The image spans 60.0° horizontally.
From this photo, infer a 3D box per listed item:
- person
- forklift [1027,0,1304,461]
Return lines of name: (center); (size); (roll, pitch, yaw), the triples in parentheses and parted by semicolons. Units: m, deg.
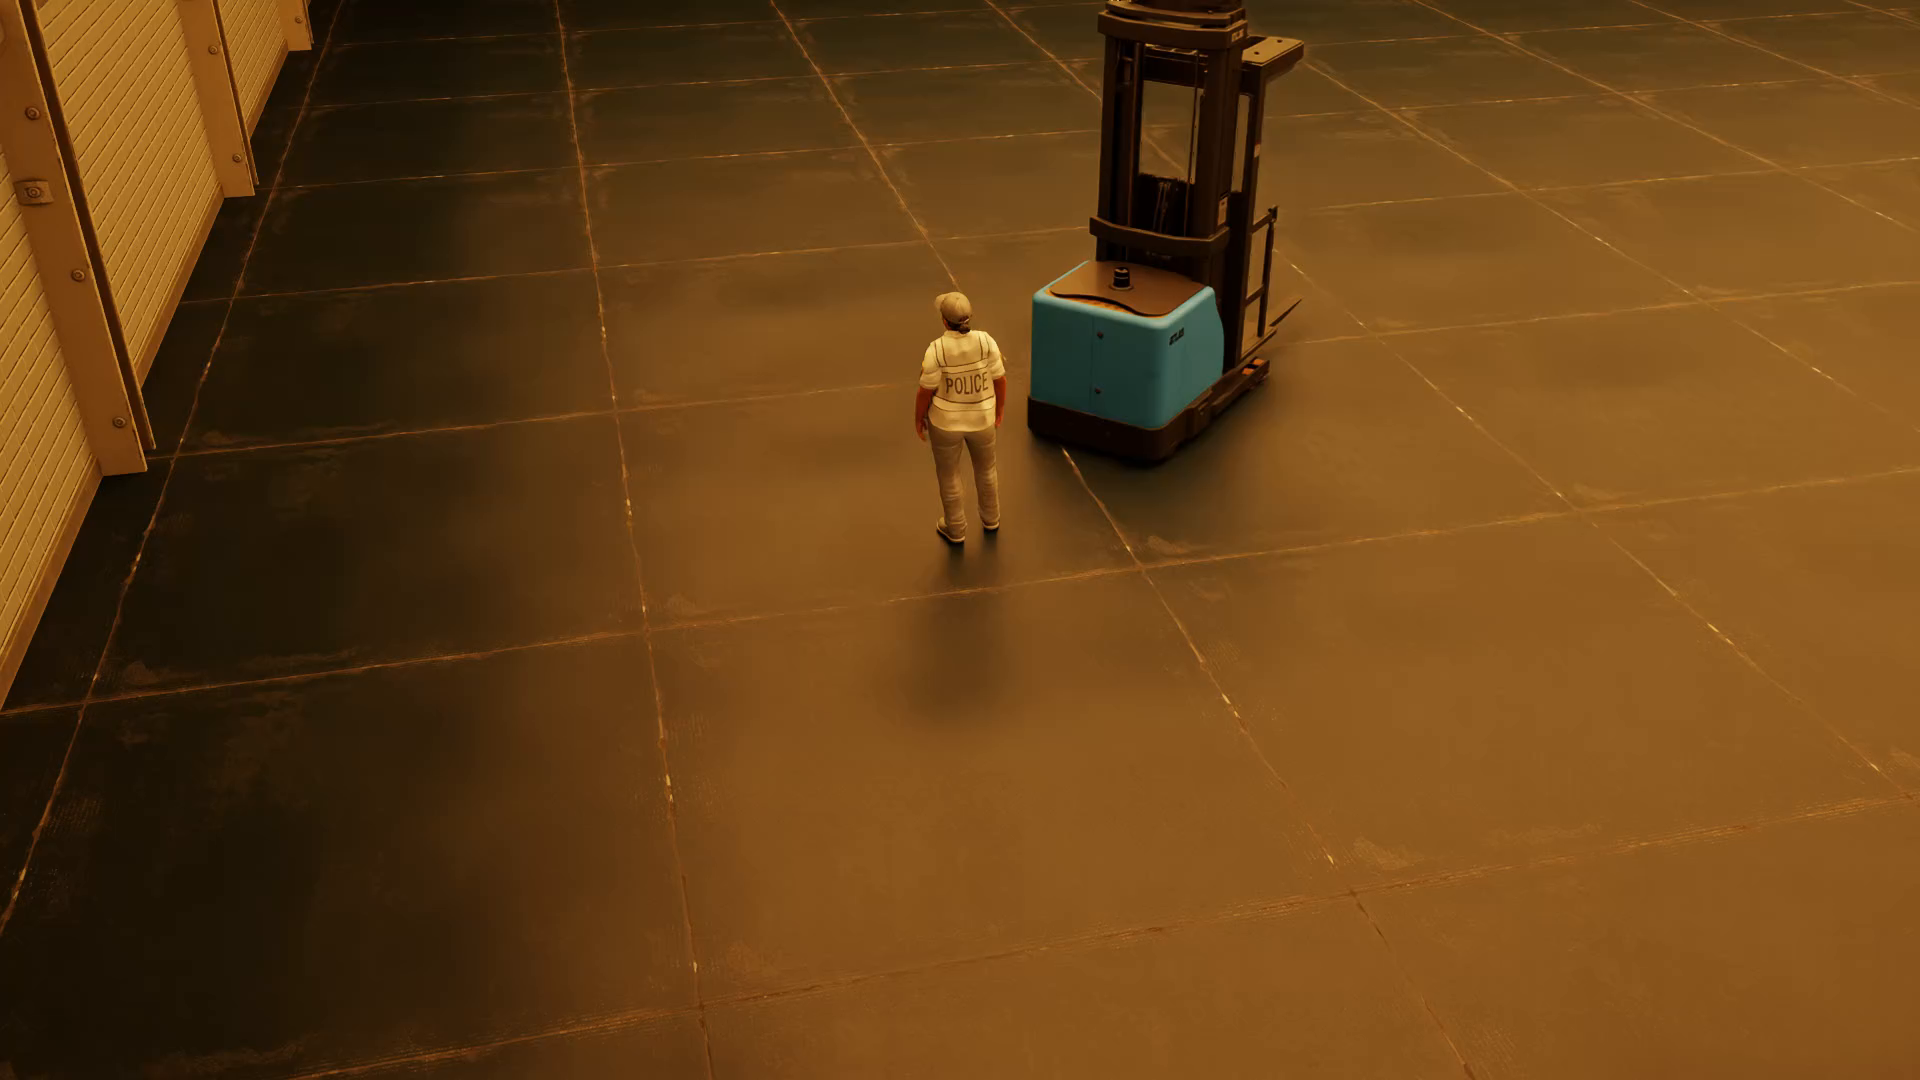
person: (0.004, -0.767, 10.148); (0.598, 1.670, 0.529); (-7, 31, -12)
forklift: (1.685, -2.500, 11.893); (1.130, 2.935, 3.031); (17, 34, 27)
